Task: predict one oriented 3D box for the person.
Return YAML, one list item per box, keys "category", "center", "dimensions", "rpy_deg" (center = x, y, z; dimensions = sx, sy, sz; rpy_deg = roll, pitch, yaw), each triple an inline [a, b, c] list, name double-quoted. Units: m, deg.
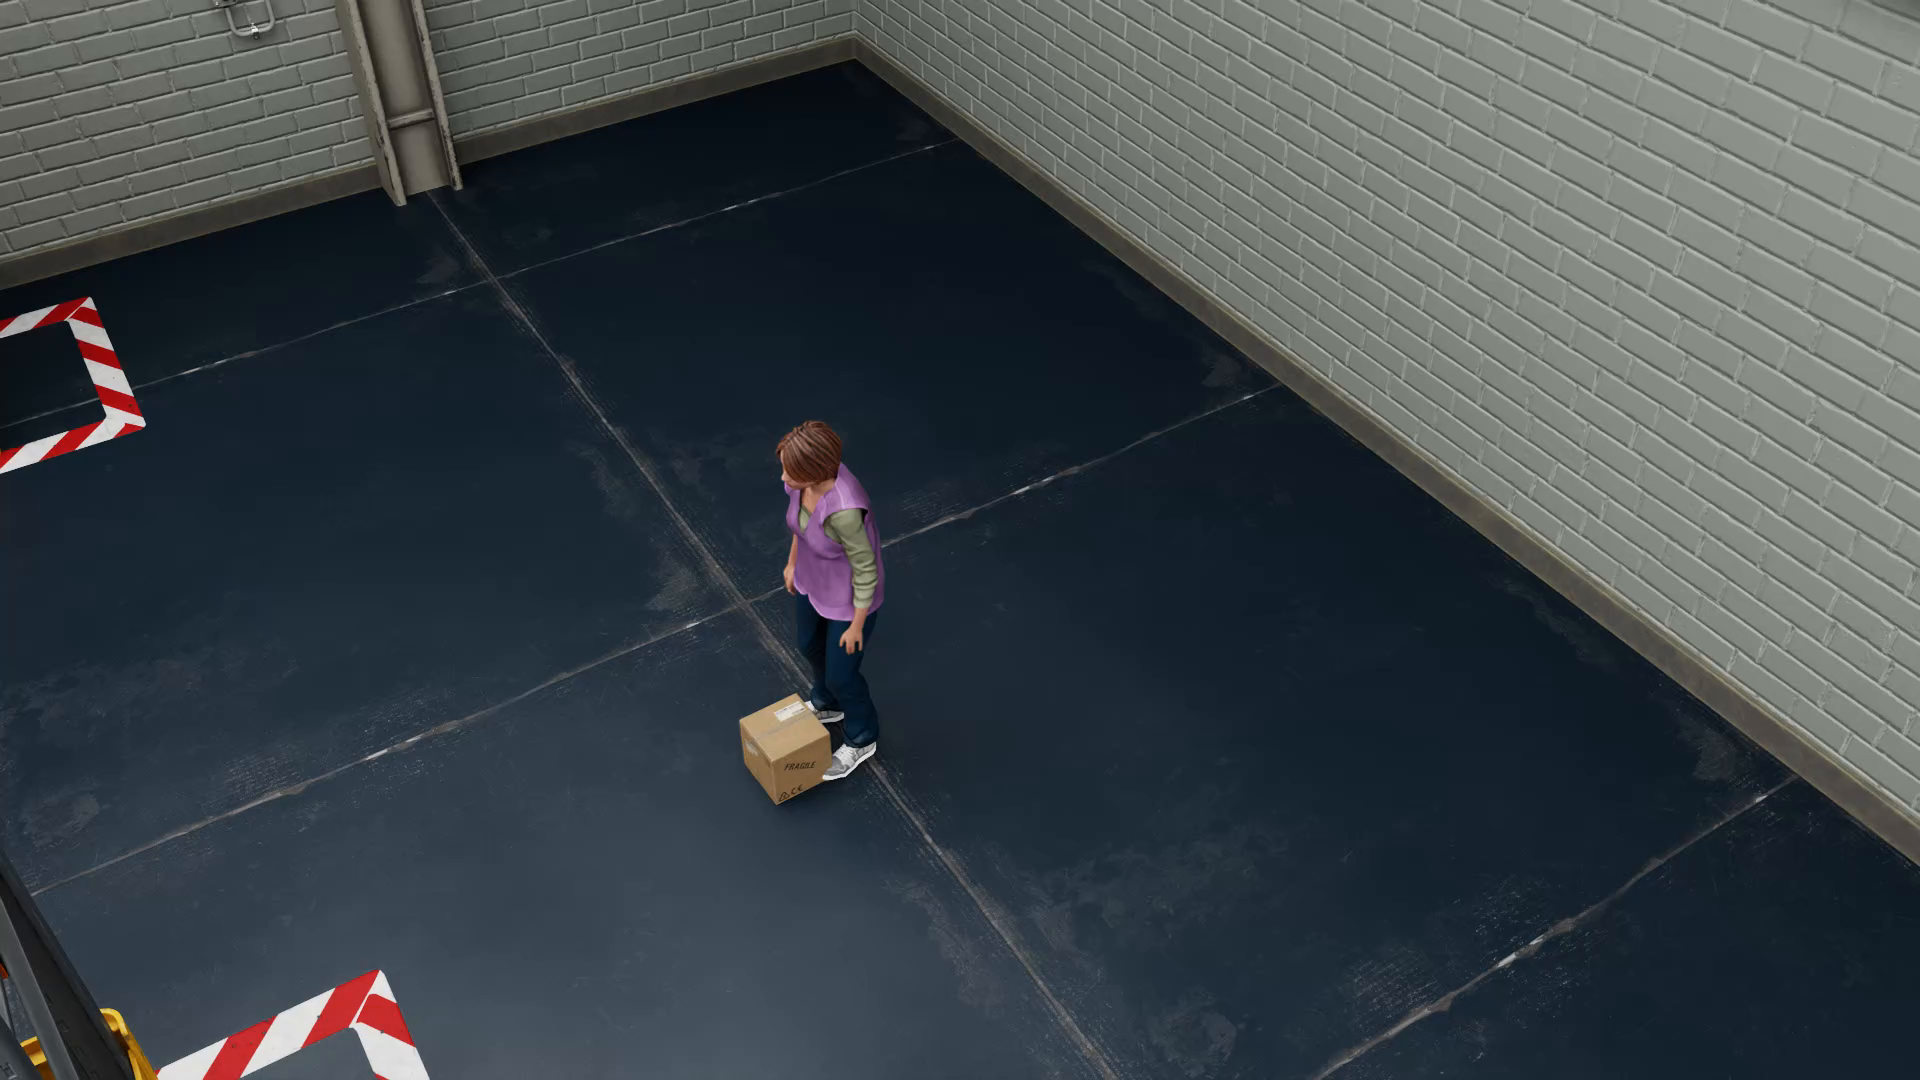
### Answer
- category: "person"
  center: [-0.458, 0.198, 5.940]
  dimensions: [0.340, 1.594, 0.483]
  rpy_deg: [-25, 47, -26]
